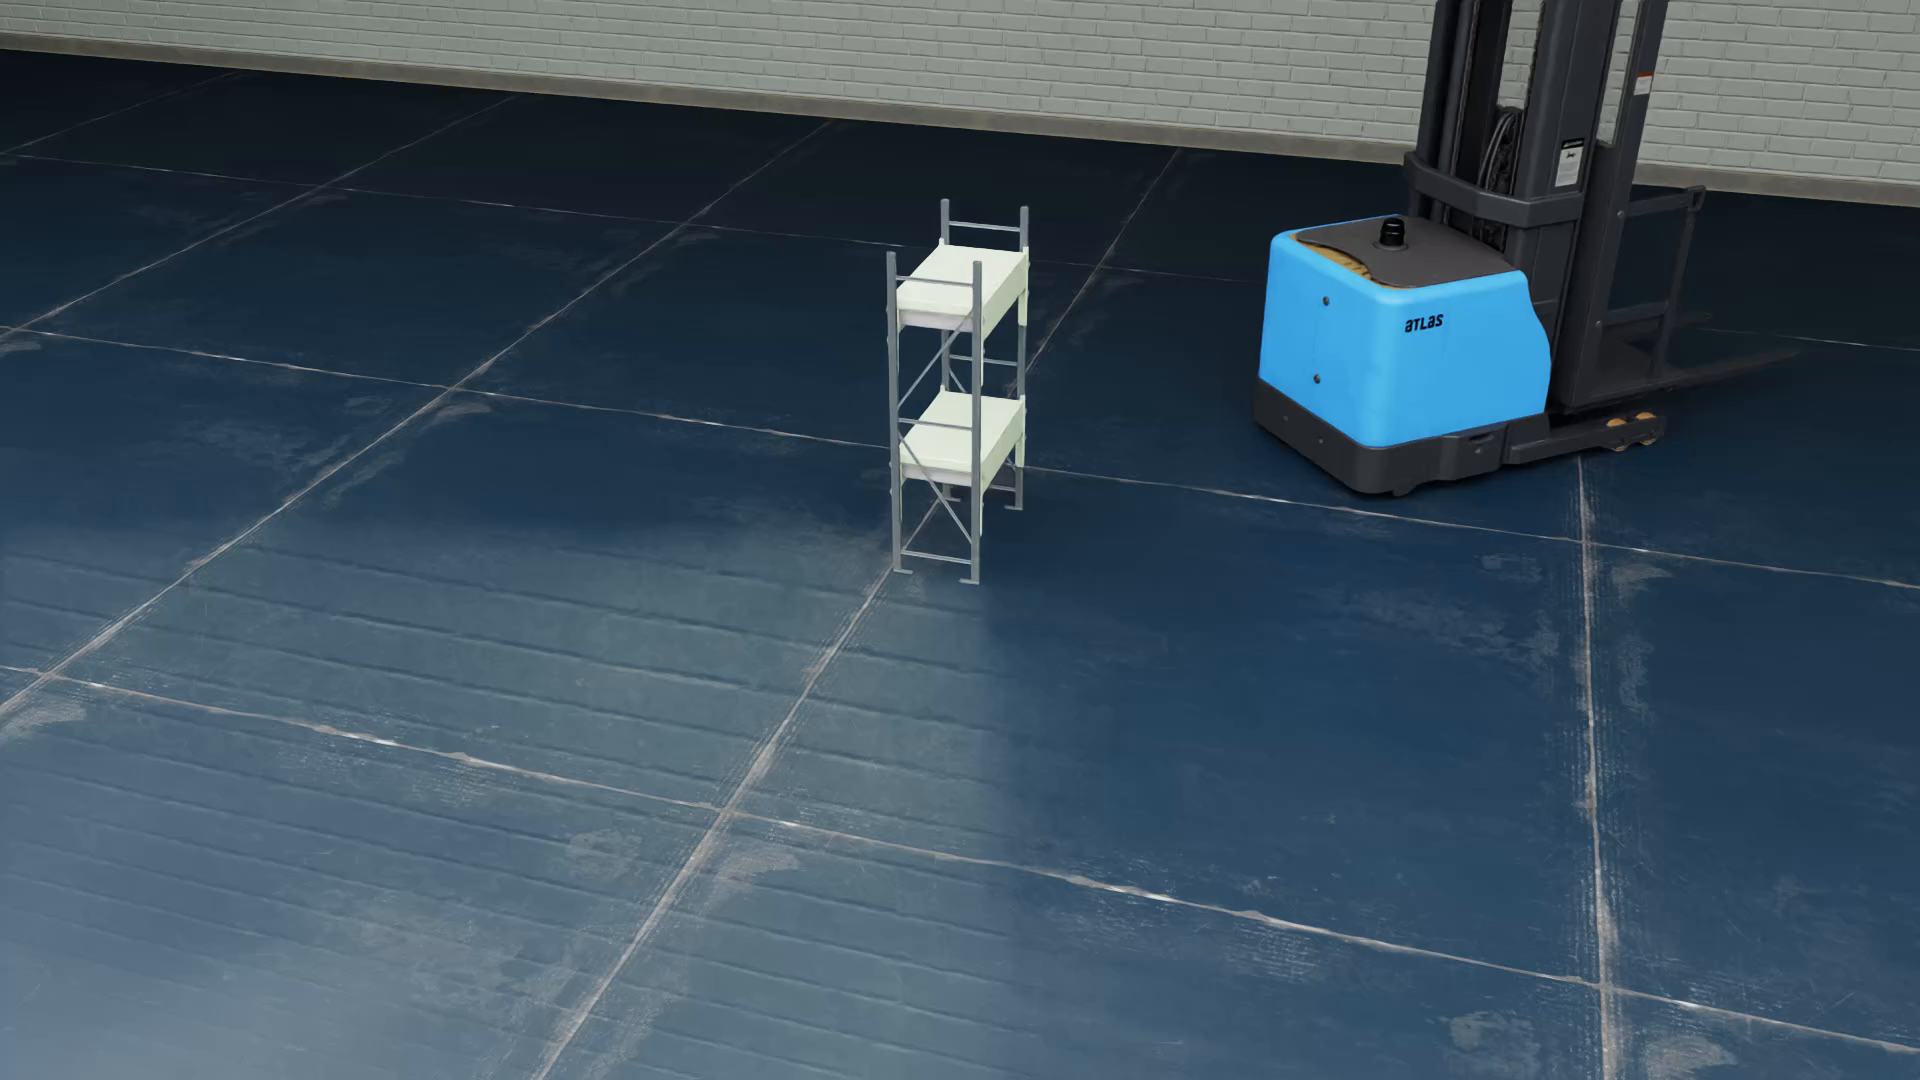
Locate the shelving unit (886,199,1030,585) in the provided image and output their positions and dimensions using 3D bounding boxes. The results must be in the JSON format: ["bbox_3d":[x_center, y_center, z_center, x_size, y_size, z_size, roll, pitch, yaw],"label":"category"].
[{"bbox_3d":[0.002,-0.659,7.391,0.431,1.500,0.755,8,30,15],"label":"shelving unit"}]

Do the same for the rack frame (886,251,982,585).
[{"bbox_3d":[-0.105,-0.488,7.085,0.400,1.500,0.023,8,30,15],"label":"rack frame"}]

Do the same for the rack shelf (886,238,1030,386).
[{"bbox_3d":[0.002,-1.000,7.201,0.431,0.370,0.720,8,30,15],"label":"rack shelf"}]

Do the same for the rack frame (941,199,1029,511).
[{"bbox_3d":[0.109,-0.829,7.697,0.400,1.500,0.023,8,30,15],"label":"rack frame"}]

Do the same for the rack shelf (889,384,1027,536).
[{"bbox_3d":[0.002,-0.374,7.549,0.431,0.370,0.720,8,30,15],"label":"rack shelf"}]

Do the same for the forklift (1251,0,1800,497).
[{"bbox_3d":[3.099,-1.958,8.254,3.031,2.935,1.130,-12,31,-21],"label":"forklift"}]
